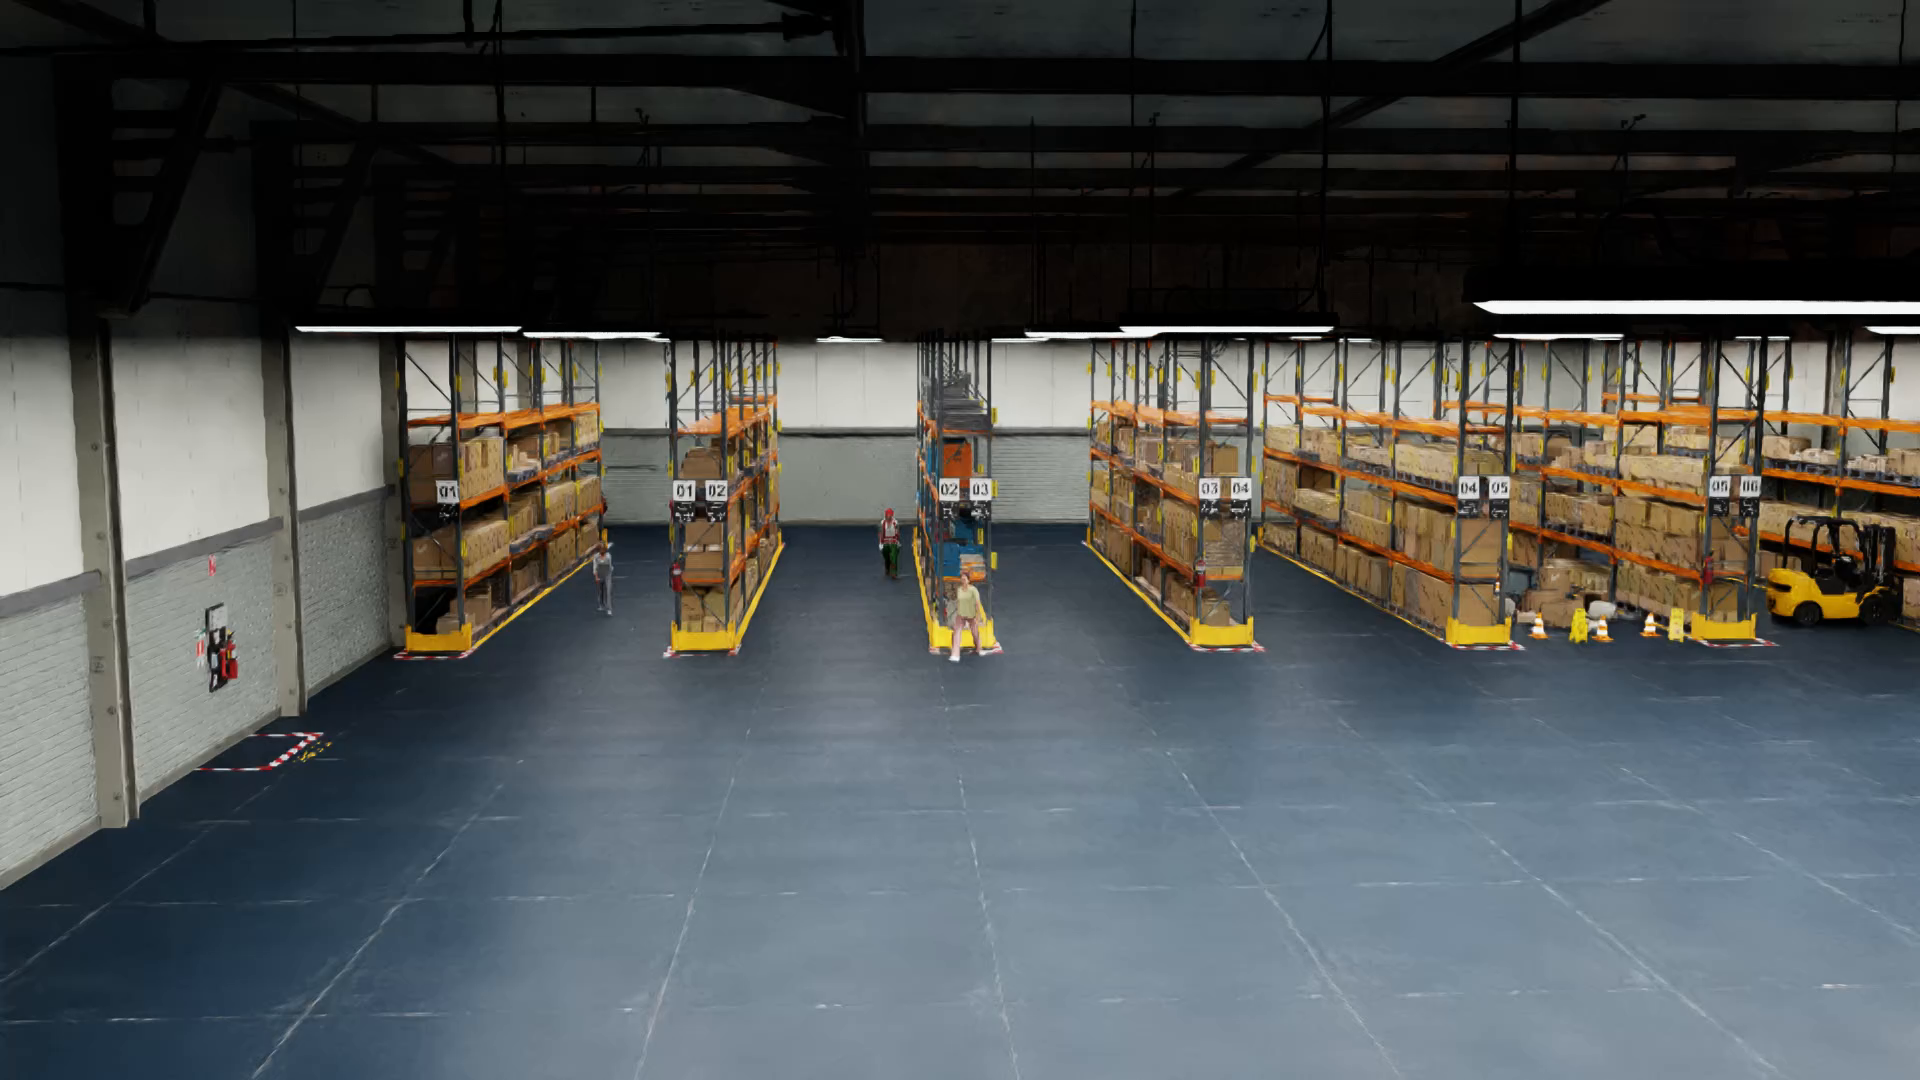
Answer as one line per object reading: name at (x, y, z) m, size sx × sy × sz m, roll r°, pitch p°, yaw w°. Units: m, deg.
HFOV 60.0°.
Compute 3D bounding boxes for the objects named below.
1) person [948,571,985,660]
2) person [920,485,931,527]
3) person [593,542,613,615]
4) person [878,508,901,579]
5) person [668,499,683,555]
person at (0.135, 1.364, 30.254) m, size 0.484 × 1.616 × 0.957 m, roll 2°, pitch 7°, yaw 19°
person at (-0.910, -1.260, 51.500) m, size 0.776 × 1.699 × 0.513 m, roll -6°, pitch 9°, yaw -42°
person at (-7.558, 0.805, 35.202) m, size 0.412 × 1.533 × 0.955 m, roll -1°, pitch 7°, yaw -11°
person at (-1.733, 0.061, 40.744) m, size 0.553 × 1.709 × 1.123 m, roll 0°, pitch 7°, yaw 0°
person at (-7.663, -0.467, 45.138) m, size 0.476 × 1.738 × 0.624 m, roll -3°, pitch 7°, yaw -24°
